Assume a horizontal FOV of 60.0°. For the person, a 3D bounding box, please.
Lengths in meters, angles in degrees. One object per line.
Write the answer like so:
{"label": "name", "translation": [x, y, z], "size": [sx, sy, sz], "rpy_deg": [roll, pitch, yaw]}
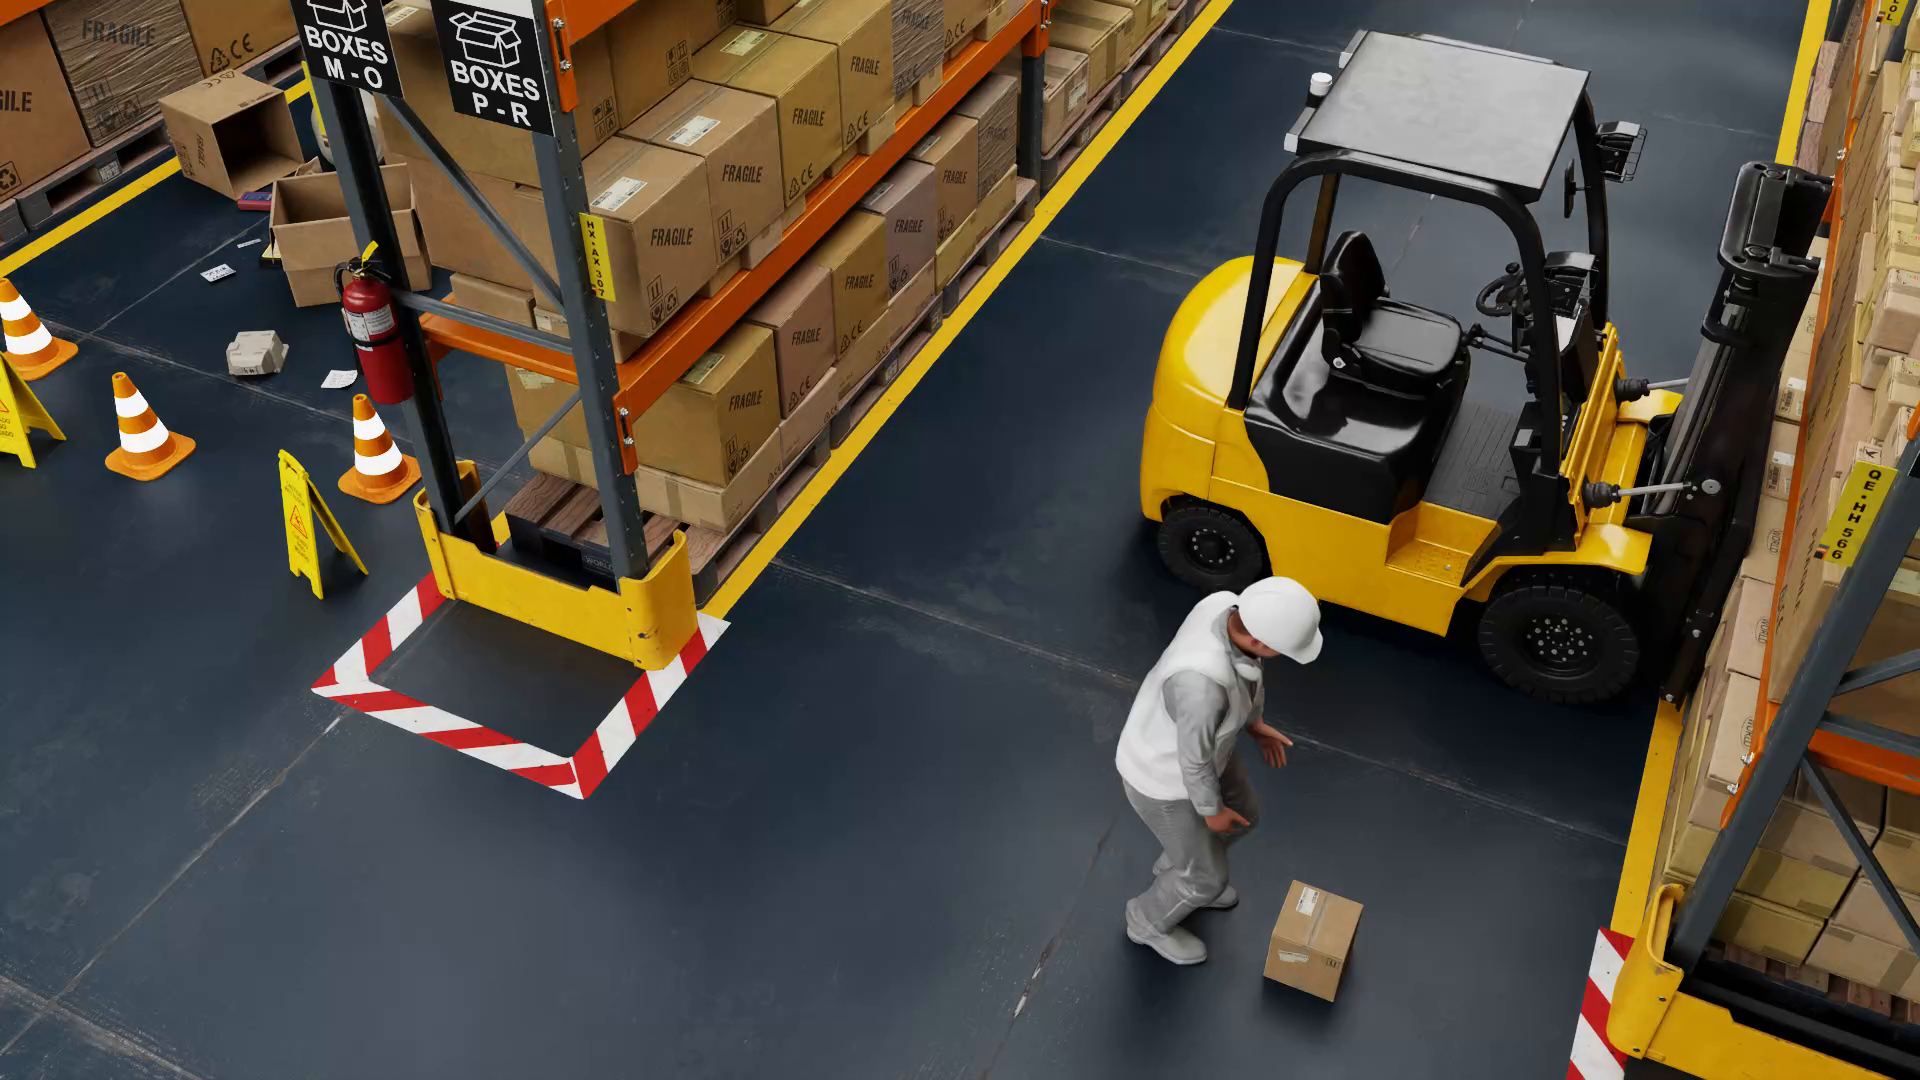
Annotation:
{"label": "person", "translation": [0.814, 0.711, 5.430], "size": [0.559, 1.665, 0.574], "rpy_deg": [18, 45, 19]}
